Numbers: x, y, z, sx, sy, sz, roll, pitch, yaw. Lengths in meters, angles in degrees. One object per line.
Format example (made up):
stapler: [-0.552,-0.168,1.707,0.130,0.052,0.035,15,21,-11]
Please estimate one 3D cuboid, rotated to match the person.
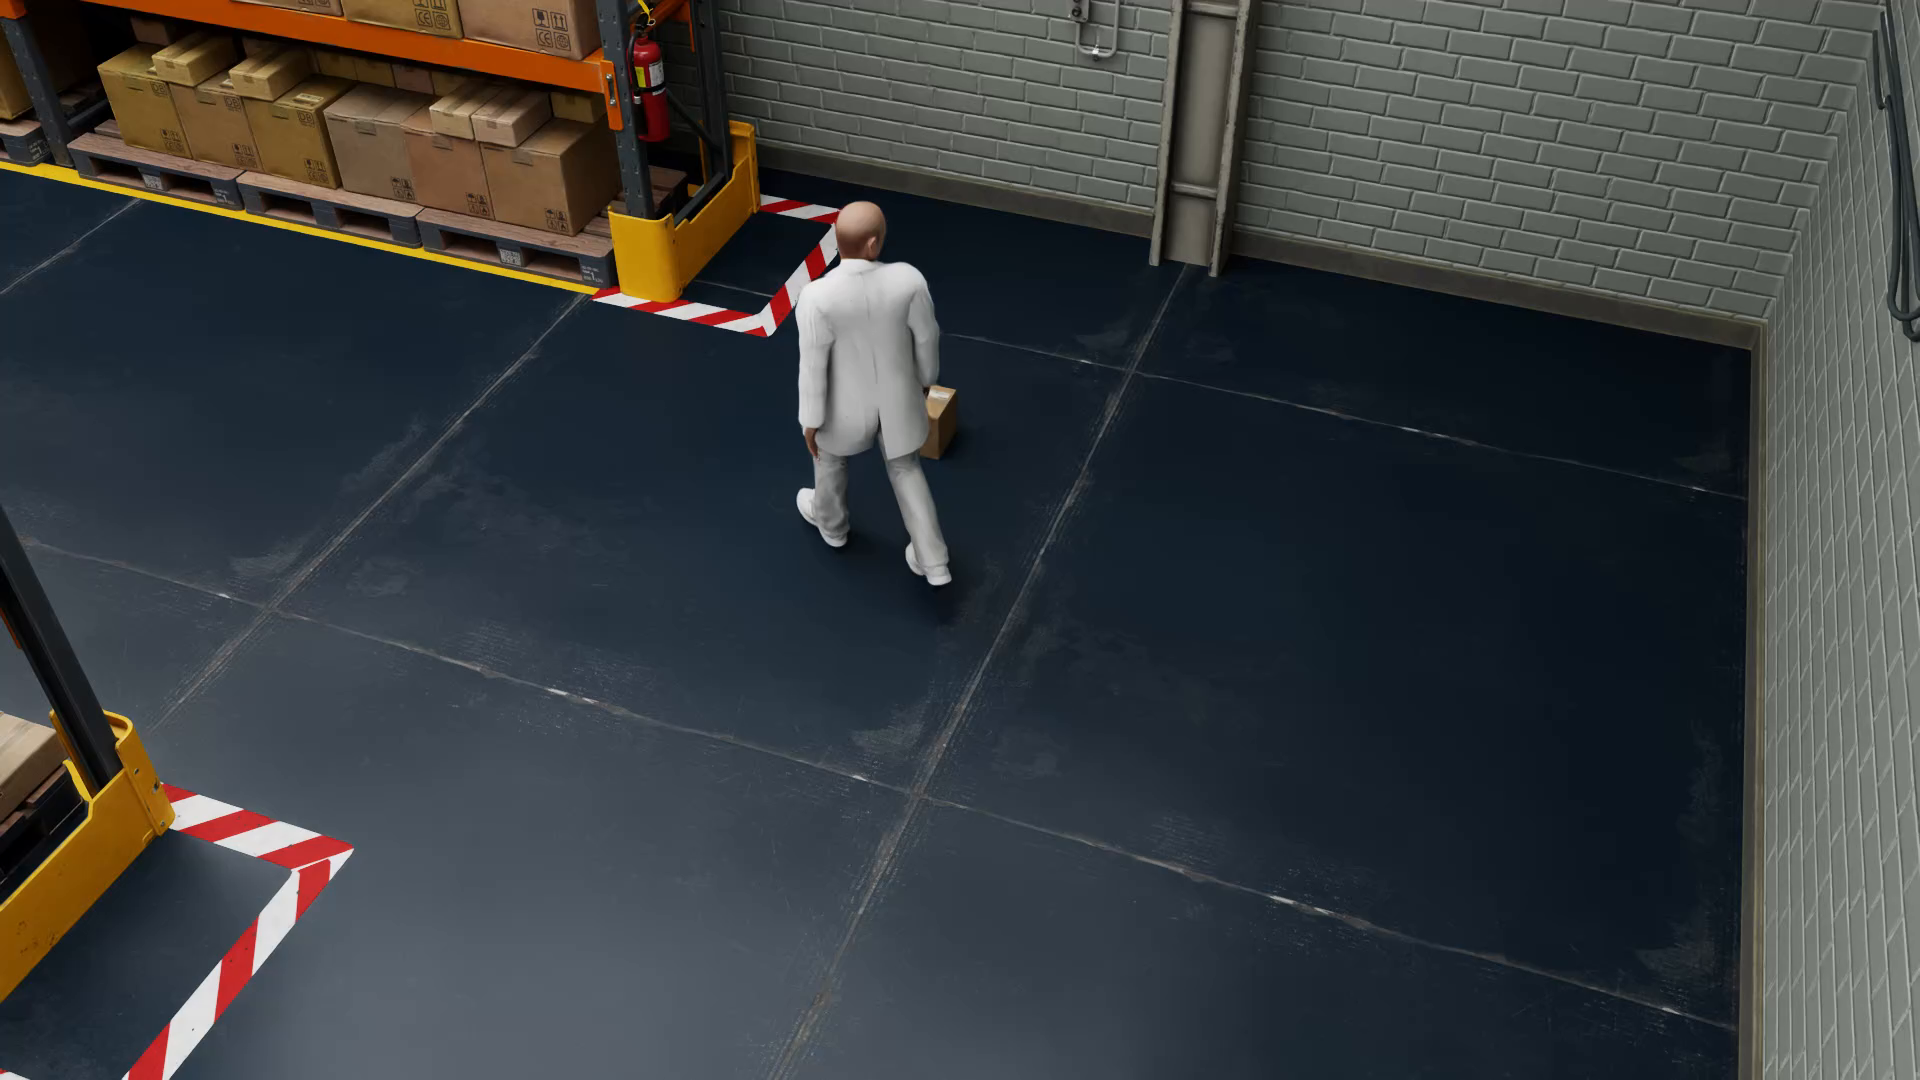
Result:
person: [-0.381,-0.594,6.845,0.628,1.753,0.923,-13,43,-15]
